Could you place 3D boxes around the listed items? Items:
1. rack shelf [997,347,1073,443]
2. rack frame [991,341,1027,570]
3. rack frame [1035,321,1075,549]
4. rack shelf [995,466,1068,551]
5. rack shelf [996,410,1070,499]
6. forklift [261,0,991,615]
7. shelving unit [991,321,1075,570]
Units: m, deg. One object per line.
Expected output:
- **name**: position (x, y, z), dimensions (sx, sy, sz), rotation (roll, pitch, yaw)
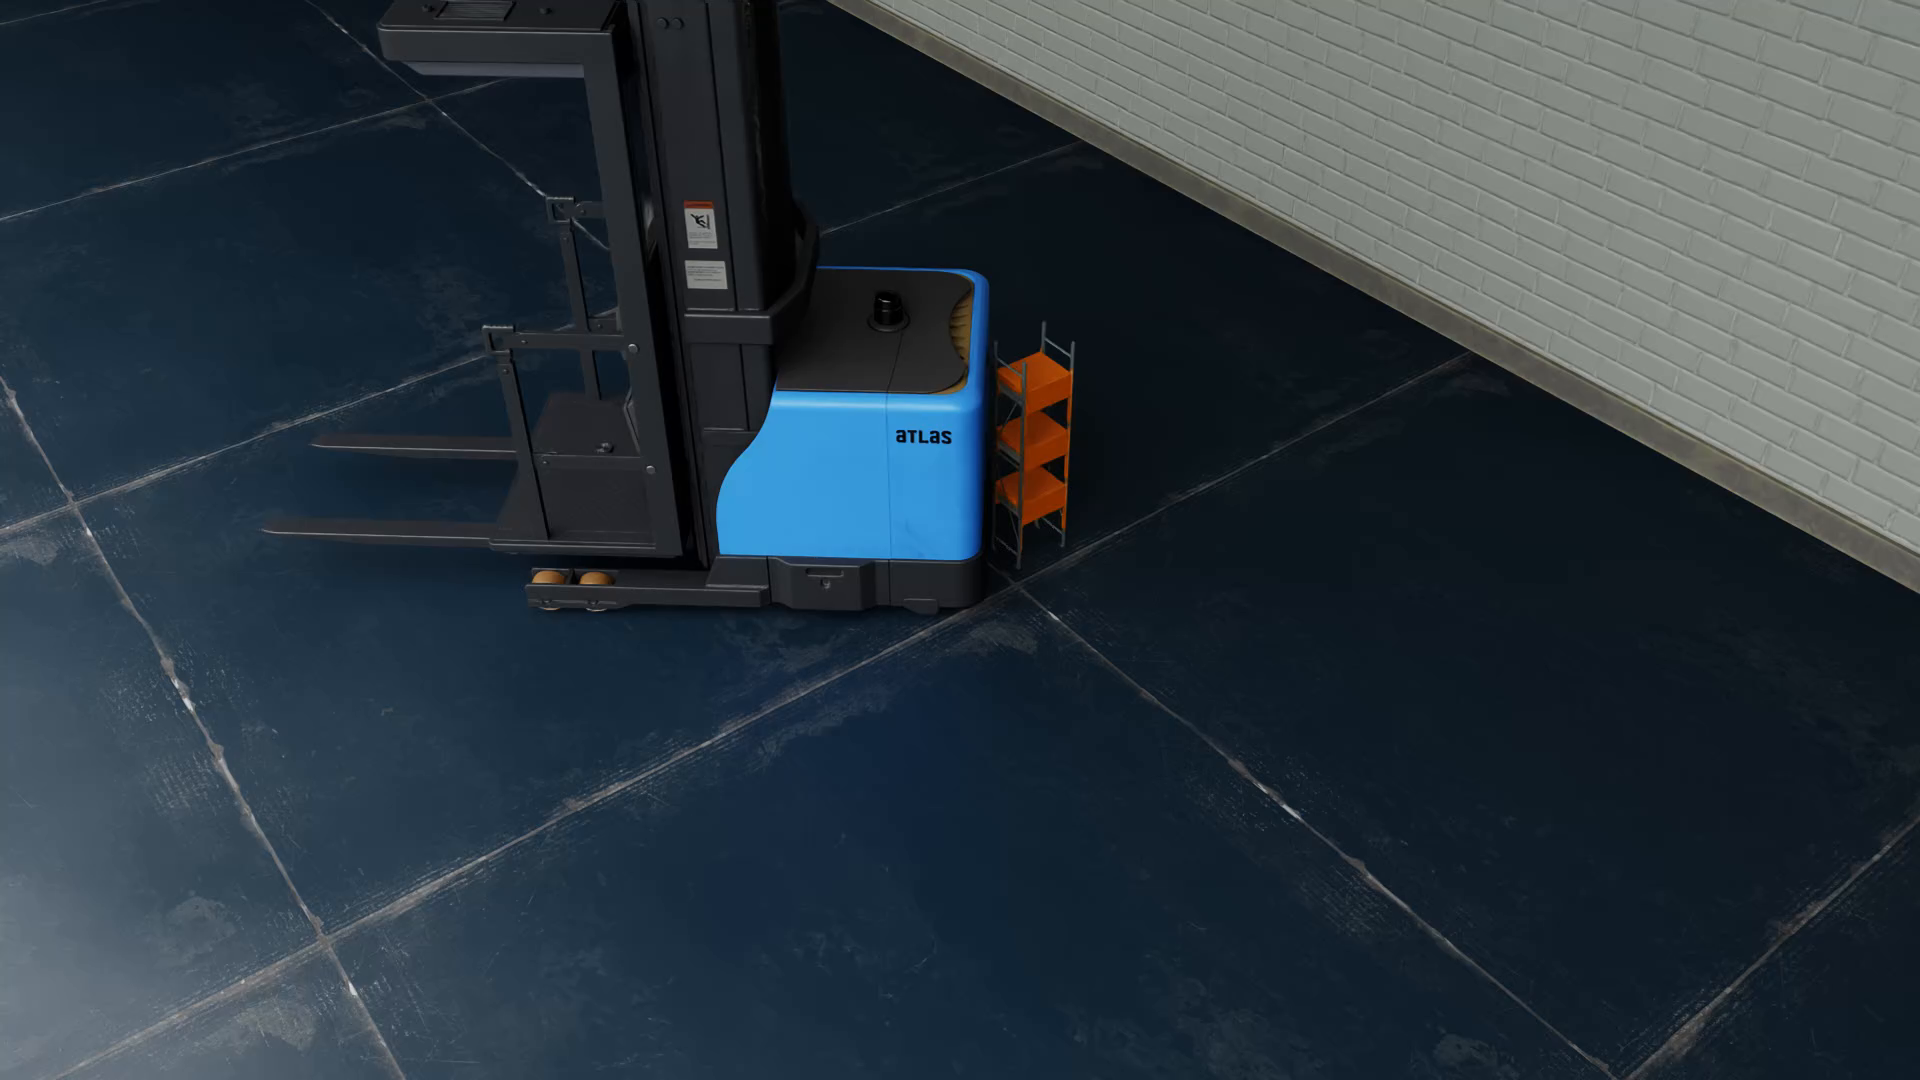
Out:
- **rack shelf**: position (0.294, -0.585, 6.705), dimensions (0.240, 0.259, 0.215), rotation (-25, 46, -27)
- **rack frame**: position (0.196, -0.328, 6.822), dimensions (0.008, 1.050, 0.200), rotation (-25, 46, -27)
- **rack frame**: position (0.392, -0.420, 6.935), dimensions (0.008, 1.050, 0.200), rotation (-25, 46, -27)
- **rack shelf**: position (0.294, -0.151, 7.061), dimensions (0.240, 0.259, 0.215), rotation (-25, 46, -27)
- **rack shelf**: position (0.294, -0.366, 6.885), dimensions (0.240, 0.259, 0.215), rotation (-25, 46, -27)
- **forklift**: position (-1.396, -1.171, 6.366), dimensions (3.031, 2.935, 1.130), rotation (2, 39, 2)
- **shelving unit**: position (0.294, -0.374, 6.878), dimensions (0.252, 1.050, 0.215), rotation (-25, 46, -27)
